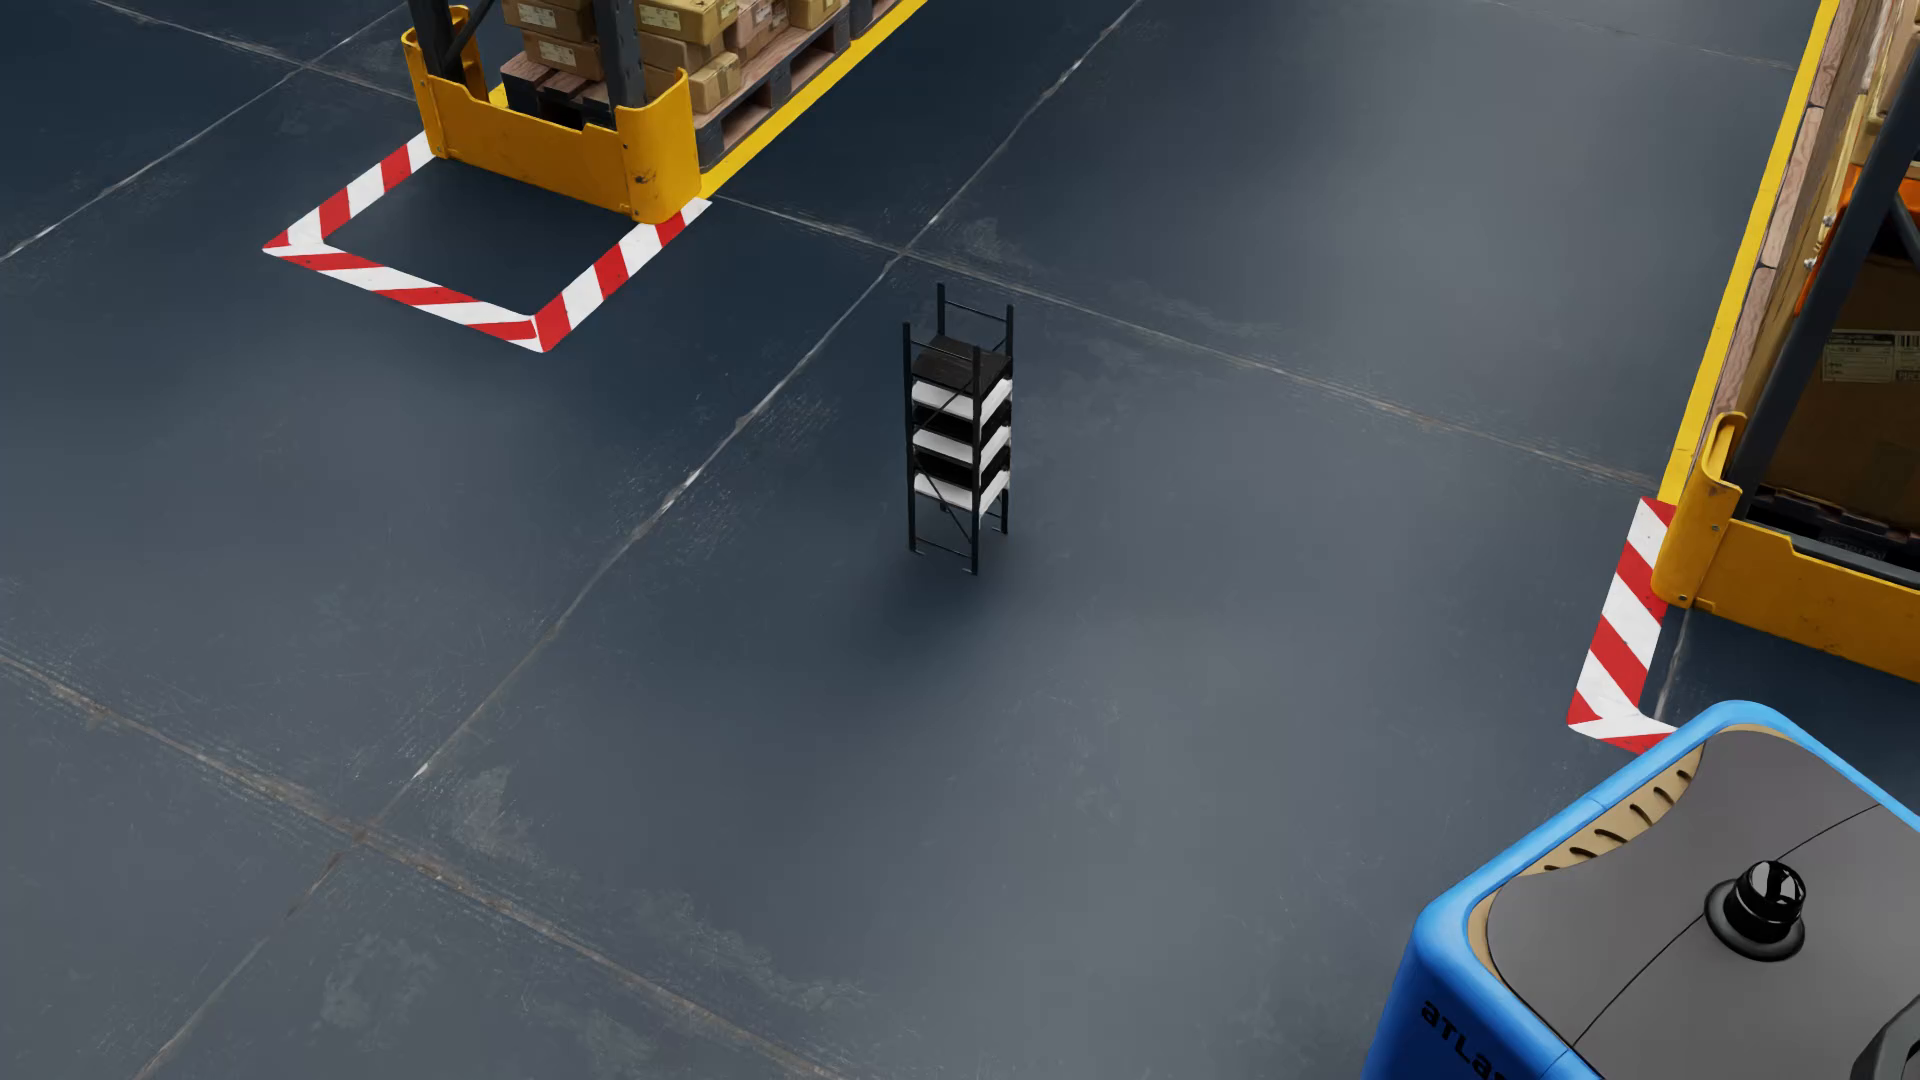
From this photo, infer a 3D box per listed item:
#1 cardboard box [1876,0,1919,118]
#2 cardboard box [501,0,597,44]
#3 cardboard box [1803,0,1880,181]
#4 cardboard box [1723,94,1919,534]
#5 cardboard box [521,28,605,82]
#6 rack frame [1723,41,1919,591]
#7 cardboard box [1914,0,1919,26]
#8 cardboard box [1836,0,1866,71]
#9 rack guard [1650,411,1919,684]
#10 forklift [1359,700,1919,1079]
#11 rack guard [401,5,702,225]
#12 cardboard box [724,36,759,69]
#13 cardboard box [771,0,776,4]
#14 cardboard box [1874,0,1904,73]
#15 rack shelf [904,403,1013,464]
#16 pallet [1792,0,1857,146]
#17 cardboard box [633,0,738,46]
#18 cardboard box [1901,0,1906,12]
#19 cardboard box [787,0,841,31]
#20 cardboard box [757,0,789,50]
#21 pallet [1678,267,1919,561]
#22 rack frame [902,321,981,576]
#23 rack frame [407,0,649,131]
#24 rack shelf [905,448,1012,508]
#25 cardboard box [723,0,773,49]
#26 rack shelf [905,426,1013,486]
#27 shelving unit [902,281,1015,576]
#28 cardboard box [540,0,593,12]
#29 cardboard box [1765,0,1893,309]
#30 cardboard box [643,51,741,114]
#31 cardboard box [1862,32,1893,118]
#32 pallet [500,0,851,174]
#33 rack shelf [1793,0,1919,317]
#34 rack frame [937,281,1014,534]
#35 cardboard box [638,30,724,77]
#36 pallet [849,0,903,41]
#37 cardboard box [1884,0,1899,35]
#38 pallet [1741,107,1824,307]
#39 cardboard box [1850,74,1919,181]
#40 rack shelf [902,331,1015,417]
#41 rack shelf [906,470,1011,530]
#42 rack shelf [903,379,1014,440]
[{"bbox_3d":[2.696,-1.259,4.282,0.500,0.250,0.500,20,49,18],"label":"cardboard box"},{"bbox_3d":[-1.648,-2.193,6.808,0.380,0.149,0.250,19,48,18],"label":"cardboard box"},{"bbox_3d":[3.768,-1.779,6.098,0.875,0.875,0.875,20,49,19],"label":"cardboard box"},{"bbox_3d":[2.932,-0.645,4.977,0.875,0.875,0.875,20,49,19],"label":"cardboard box"},{"bbox_3d":[-1.581,-2.062,6.888,0.380,0.149,0.250,21,49,20],"label":"cardboard box"},{"bbox_3d":[2.706,-0.815,3.946,1.000,3.000,0.127,20,49,19],"label":"rack frame"},{"bbox_3d":[2.699,-1.524,4.016,0.500,0.500,0.500,21,49,20],"label":"cardboard box"},{"bbox_3d":[4.186,-2.346,6.658,0.875,0.875,0.875,20,49,19],"label":"cardboard box"},{"bbox_3d":[2.695,0.079,4.820,1.175,0.500,0.348,20,49,19],"label":"rack guard"},{"bbox_3d":[2.078,1.087,2.115,1.130,2.935,3.031,-26,51,-24],"label":"forklift"},{"bbox_3d":[-1.605,-1.685,6.564,1.175,0.500,0.348,20,49,19],"label":"rack guard"},{"bbox_3d":[-1.065,-2.078,6.904,0.380,0.149,0.250,20,49,19],"label":"cardboard box"},{"bbox_3d":[-0.957,-2.349,6.962,0.380,0.149,0.250,21,49,20],"label":"cardboard box"},{"bbox_3d":[2.817,-1.382,4.684,0.380,0.149,0.250,21,49,19],"label":"cardboard box"},{"bbox_3d":[-0.004,-0.351,4.885,0.258,0.077,0.200,20,49,19],"label":"rack shelf"},{"bbox_3d":[4.140,-1.901,6.981,1.003,0.211,1.213,20,49,19],"label":"pallet"},{"bbox_3d":[-1.096,-2.088,6.496,0.380,0.149,0.250,18,48,17],"label":"cardboard box"},{"bbox_3d":[2.932,-1.579,4.598,0.500,0.250,0.500,20,49,18],"label":"cardboard box"},{"bbox_3d":[-0.740,-2.361,7.184,0.380,0.149,0.250,21,49,20],"label":"cardboard box"},{"bbox_3d":[-0.955,-2.236,7.061,0.380,0.149,0.250,21,49,19],"label":"cardboard box"},{"bbox_3d":[3.008,-0.364,5.461,1.003,0.211,1.213,20,49,19],"label":"pallet"},{"bbox_3d":[-0.051,-0.247,4.862,0.240,0.900,0.006,20,49,19],"label":"rack frame"},{"bbox_3d":[-1.640,-2.516,5.628,1.000,3.000,0.127,20,49,19],"label":"rack frame"},{"bbox_3d":[-0.004,-0.225,5.013,0.258,0.077,0.200,20,49,19],"label":"rack shelf"},{"bbox_3d":[-0.993,-2.165,6.781,0.380,0.149,0.250,20,49,19],"label":"cardboard box"},{"bbox_3d":[-0.004,-0.288,4.949,0.258,0.077,0.200,20,49,19],"label":"rack shelf"},{"bbox_3d":[-0.004,-0.311,4.925,0.258,0.900,0.210,20,49,19],"label":"shelving unit"},{"bbox_3d":[-1.619,-2.288,6.693,0.380,0.149,0.250,21,49,19],"label":"cardboard box"},{"bbox_3d":[3.355,-1.218,5.544,0.875,0.875,0.875,20,49,19],"label":"cardboard box"},{"bbox_3d":[-1.114,-1.886,6.714,0.380,0.149,0.250,21,49,20],"label":"cardboard box"},{"bbox_3d":[2.699,-1.224,4.527,0.380,0.149,0.250,21,49,19],"label":"cardboard box"},{"bbox_3d":[-1.197,-2.084,7.161,1.003,0.211,1.213,20,49,19],"label":"pallet"},{"bbox_3d":[3.634,-1.822,5.447,1.077,0.370,4.000,20,49,19],"label":"rack shelf"},{"bbox_3d":[0.043,-0.375,4.988,0.240,0.900,0.006,20,49,19],"label":"rack frame"},{"bbox_3d":[-1.170,-2.011,6.629,0.380,0.149,0.250,22,49,21],"label":"cardboard box"},{"bbox_3d":[-0.629,-2.849,7.918,1.003,0.211,1.213,20,49,19],"label":"pallet"},{"bbox_3d":[2.934,-1.539,4.839,0.380,0.149,0.250,21,49,20],"label":"cardboard box"},{"bbox_3d":[3.575,-1.130,6.218,1.003,0.211,1.213,20,49,19],"label":"pallet"},{"bbox_3d":[2.580,-1.059,4.365,0.380,0.149,0.250,21,49,20],"label":"cardboard box"},{"bbox_3d":[-0.004,-0.478,4.757,0.258,0.077,0.200,20,49,19],"label":"rack shelf"},{"bbox_3d":[-0.004,-0.161,5.077,0.258,0.077,0.200,20,49,19],"label":"rack shelf"},{"bbox_3d":[-0.004,-0.414,4.821,0.258,0.077,0.200,20,49,19],"label":"rack shelf"}]
